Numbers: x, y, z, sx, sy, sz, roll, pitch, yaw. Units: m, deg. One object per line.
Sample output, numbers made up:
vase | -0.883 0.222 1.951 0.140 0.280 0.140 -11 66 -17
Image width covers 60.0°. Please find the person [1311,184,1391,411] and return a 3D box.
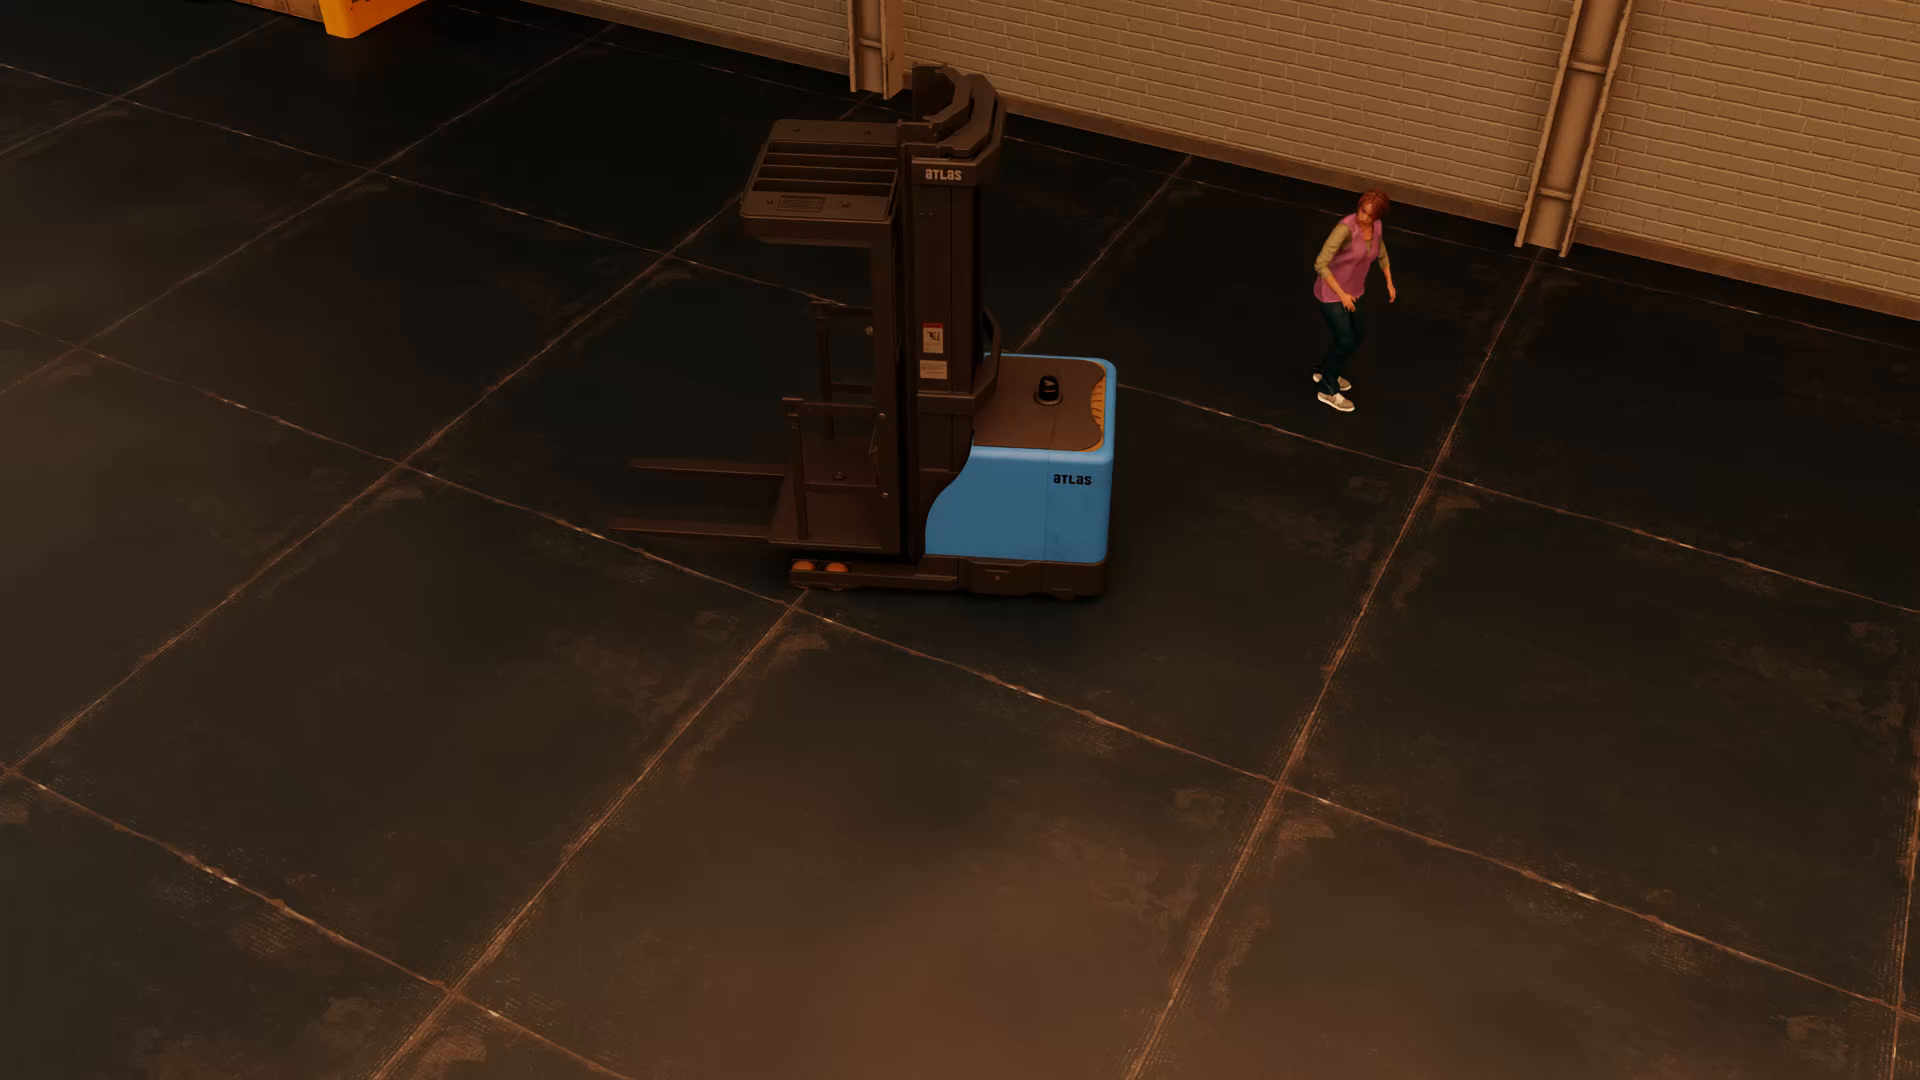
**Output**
person | 2.606 -1.621 10.981 0.614 1.567 0.444 -32 49 -32

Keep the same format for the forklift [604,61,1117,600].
forklift | -0.606 -1.157 9.360 3.031 2.935 1.130 3 40 4
